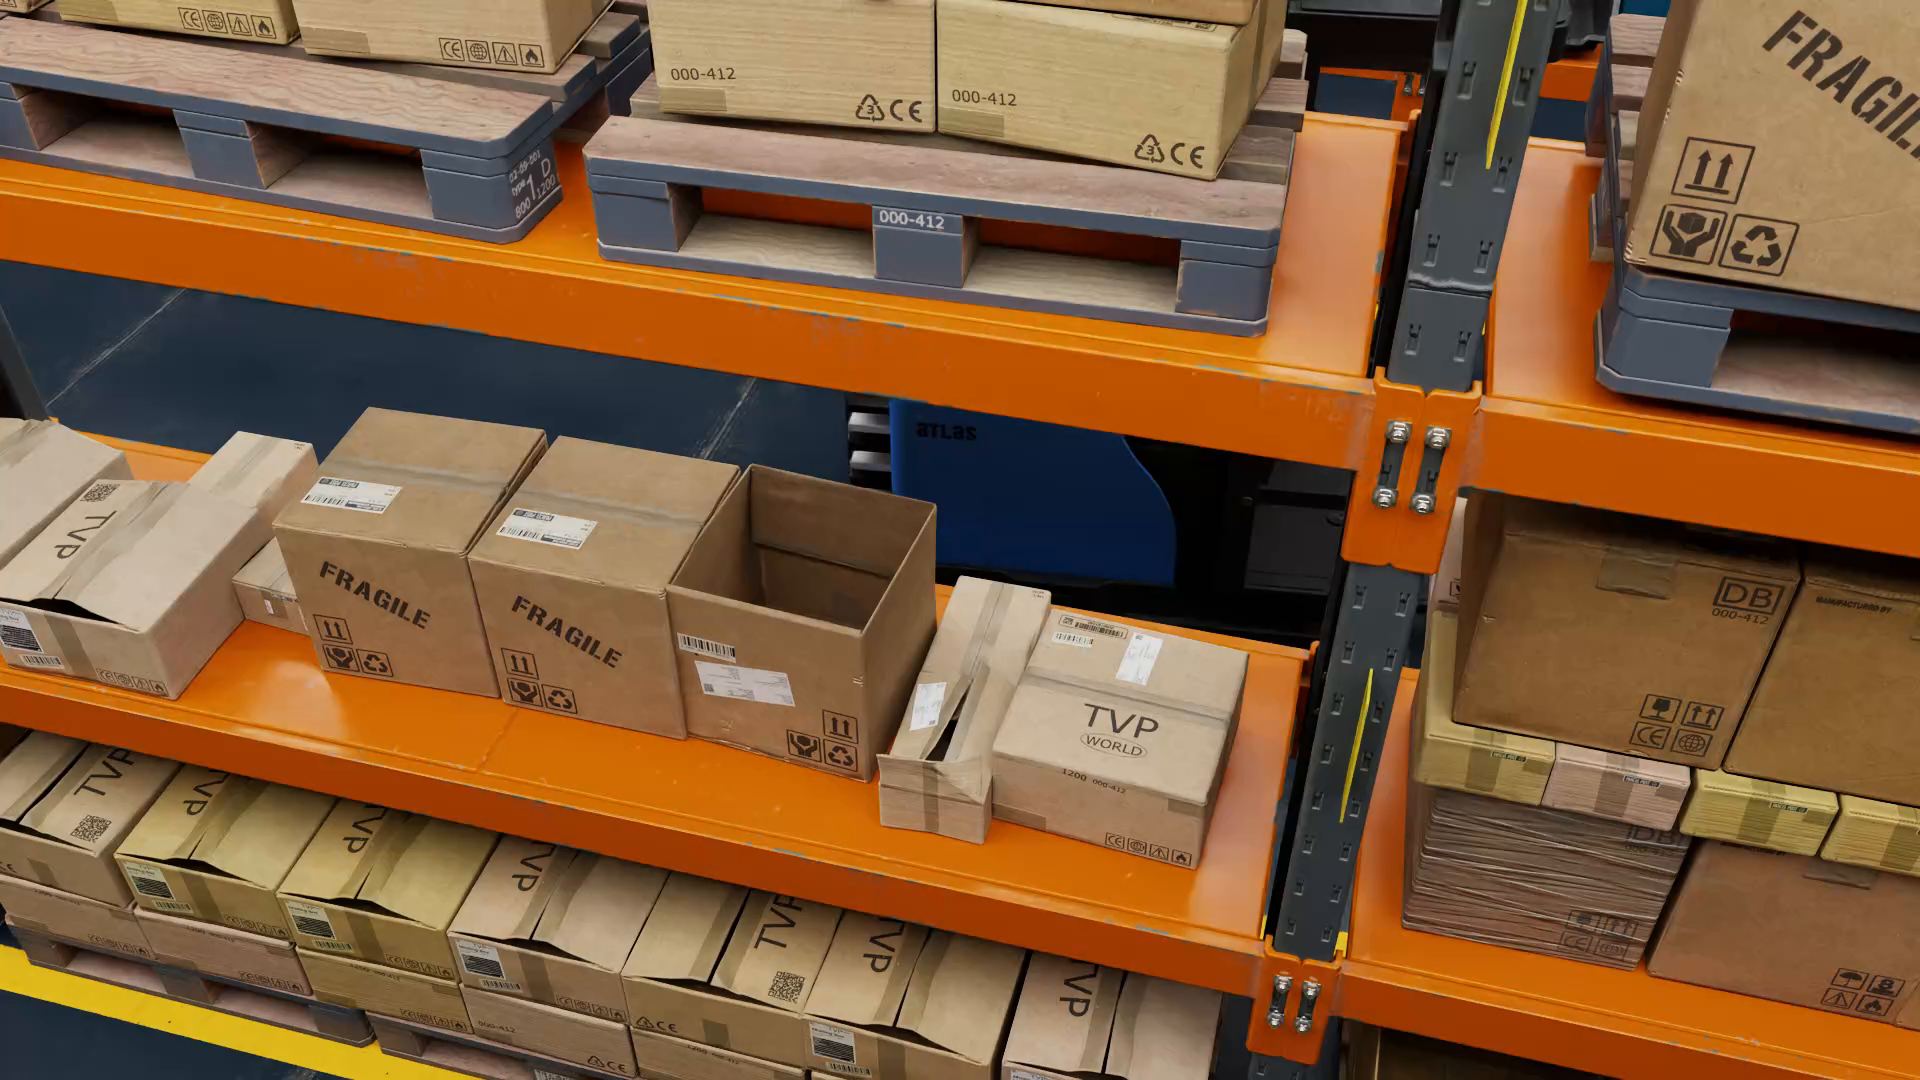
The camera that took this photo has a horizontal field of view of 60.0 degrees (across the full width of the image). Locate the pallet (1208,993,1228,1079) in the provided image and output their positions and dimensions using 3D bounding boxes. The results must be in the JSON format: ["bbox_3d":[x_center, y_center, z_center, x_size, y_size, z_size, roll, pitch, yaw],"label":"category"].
[{"bbox_3d":[0.152,1.431,4.882,1.213,0.211,1.003,10,41,11],"label":"pallet"}]

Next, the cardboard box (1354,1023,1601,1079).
[{"bbox_3d":[1.240,1.338,4.053,0.500,0.500,0.500,10,41,11],"label":"cardboard box"}]

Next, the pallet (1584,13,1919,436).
[{"bbox_3d":[1.704,-0.527,2.782,1.213,0.211,1.003,10,41,11],"label":"pallet"}]

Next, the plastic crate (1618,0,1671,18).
[{"bbox_3d":[3.297,-2.543,7.561,0.616,0.251,0.499,10,41,11],"label":"plastic crate"}]

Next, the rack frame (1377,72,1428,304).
[{"bbox_3d":[2.157,-2.615,7.532,0.127,3.000,1.000,10,41,11],"label":"rack frame"}]

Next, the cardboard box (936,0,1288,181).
[{"bbox_3d":[0.281,-0.899,2.946,0.500,0.250,0.500,14,42,16],"label":"cardboard box"}]

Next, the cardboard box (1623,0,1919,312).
[{"bbox_3d":[1.292,-0.692,2.396,0.500,0.500,0.500,13,42,15],"label":"cardboard box"}]

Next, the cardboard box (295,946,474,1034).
[{"bbox_3d":[-1.571,1.124,4.891,0.500,0.250,0.500,9,41,10],"label":"cardboard box"}]

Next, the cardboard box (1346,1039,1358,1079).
[{"bbox_3d":[1.243,1.619,4.301,0.500,0.250,0.500,10,41,11],"label":"cardboard box"}]

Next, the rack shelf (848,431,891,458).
[{"bbox_3d":[-0.311,-0.413,6.454,0.200,0.077,0.258,5,40,6],"label":"rack shelf"}]

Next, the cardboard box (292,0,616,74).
[{"bbox_3d":[-0.958,-1.146,3.240,0.500,0.250,0.500,7,40,8],"label":"cardboard box"}]

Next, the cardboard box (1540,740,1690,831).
[{"bbox_3d":[1.325,0.381,3.381,0.250,0.149,0.380,10,41,12],"label":"cardboard box"}]

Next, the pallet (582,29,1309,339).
[{"bbox_3d":[0.018,-0.752,3.130,1.217,0.209,0.805,8,41,10],"label":"pallet"}]

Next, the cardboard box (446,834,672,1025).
[{"bbox_3d":[-1.062,0.997,4.606,0.500,0.311,0.500,9,41,11],"label":"cardboard box"}]

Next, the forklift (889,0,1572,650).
[{"bbox_3d":[1.297,-1.004,5.666,3.031,2.935,1.130,5,40,6],"label":"forklift"}]

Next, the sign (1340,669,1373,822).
[{"bbox_3d":[0.743,0.387,3.118,0.005,0.325,0.100,10,41,11],"label":"sign"}]

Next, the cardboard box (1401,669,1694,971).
[{"bbox_3d":[1.304,0.493,3.753,0.500,0.500,0.700,9,41,10],"label":"cardboard box"}]

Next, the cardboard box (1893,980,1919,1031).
[{"bbox_3d":[2.299,0.663,3.551,0.500,0.500,0.700,10,41,12],"label":"cardboard box"}]

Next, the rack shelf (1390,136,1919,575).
[{"bbox_3d":[2.805,-0.079,2.739,4.000,0.370,1.077,10,41,11],"label":"rack shelf"}]

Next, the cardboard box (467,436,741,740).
[{"bbox_3d":[-0.857,0.115,4.203,0.500,0.500,0.500,10,41,11],"label":"cardboard box"}]

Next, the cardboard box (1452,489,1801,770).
[{"bbox_3d":[1.304,-0.004,3.336,0.500,0.500,0.700,10,41,12],"label":"cardboard box"}]

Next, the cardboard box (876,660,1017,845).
[{"bbox_3d":[-0.023,0.481,3.949,0.258,0.266,0.396,9,41,10],"label":"cardboard box"}]

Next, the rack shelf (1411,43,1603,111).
[{"bbox_3d":[4.089,-2.007,7.367,4.000,0.370,1.077,10,41,11],"label":"rack shelf"}]

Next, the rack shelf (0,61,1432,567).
[{"bbox_3d":[-1.059,-0.744,3.531,4.000,0.370,1.077,10,41,11],"label":"rack shelf"}]

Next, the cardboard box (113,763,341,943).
[{"bbox_3d":[-2.051,0.826,4.810,0.500,0.311,0.500,9,41,10],"label":"cardboard box"}]

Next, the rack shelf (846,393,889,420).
[{"bbox_3d":[-0.311,-0.551,6.338,0.200,0.077,0.258,5,40,6],"label":"rack shelf"}]

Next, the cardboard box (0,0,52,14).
[{"bbox_3d":[-2.027,-1.339,3.470,0.500,0.250,0.500,11,41,13],"label":"cardboard box"}]

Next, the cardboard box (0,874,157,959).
[{"bbox_3d":[-2.561,0.958,5.088,0.500,0.250,0.500,10,41,11],"label":"cardboard box"}]

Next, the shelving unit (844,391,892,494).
[{"bbox_3d":[-0.311,-0.370,6.490,0.210,0.900,0.258,5,40,6],"label":"shelving unit"}]

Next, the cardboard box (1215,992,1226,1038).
[{"bbox_3d":[0.548,1.133,4.880,0.500,0.250,0.500,9,41,10],"label":"cardboard box"}]

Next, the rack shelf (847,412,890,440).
[{"bbox_3d":[-0.311,-0.482,6.396,0.200,0.077,0.258,5,40,6],"label":"rack shelf"}]

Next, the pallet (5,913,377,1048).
[{"bbox_3d":[-2.205,1.025,5.365,1.213,0.211,1.003,10,41,11],"label":"pallet"}]

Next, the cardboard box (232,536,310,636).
[{"bbox_3d":[-1.744,0.070,4.530,0.250,0.149,0.380,13,42,15],"label":"cardboard box"}]

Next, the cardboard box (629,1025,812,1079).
[{"bbox_3d":[-0.585,1.295,4.687,0.500,0.250,0.500,11,41,12],"label":"cardboard box"}]

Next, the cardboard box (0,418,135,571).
[{"bbox_3d":[-2.651,-0.082,4.584,0.500,0.311,0.500,12,42,14],"label":"cardboard box"}]

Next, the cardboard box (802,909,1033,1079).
[{"bbox_3d":[-0.096,1.167,4.403,0.500,0.311,0.500,11,41,13],"label":"cardboard box"}]

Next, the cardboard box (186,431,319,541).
[{"bbox_3d":[-2.050,-0.129,4.767,0.250,0.149,0.380,10,41,11],"label":"cardboard box"}]

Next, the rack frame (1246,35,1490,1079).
[{"bbox_3d":[0.873,0.462,3.868,0.127,3.000,1.000,10,41,11],"label":"rack frame"}]

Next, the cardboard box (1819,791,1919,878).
[{"bbox_3d":[1.829,0.466,3.281,0.250,0.149,0.380,9,41,11],"label":"cardboard box"}]
